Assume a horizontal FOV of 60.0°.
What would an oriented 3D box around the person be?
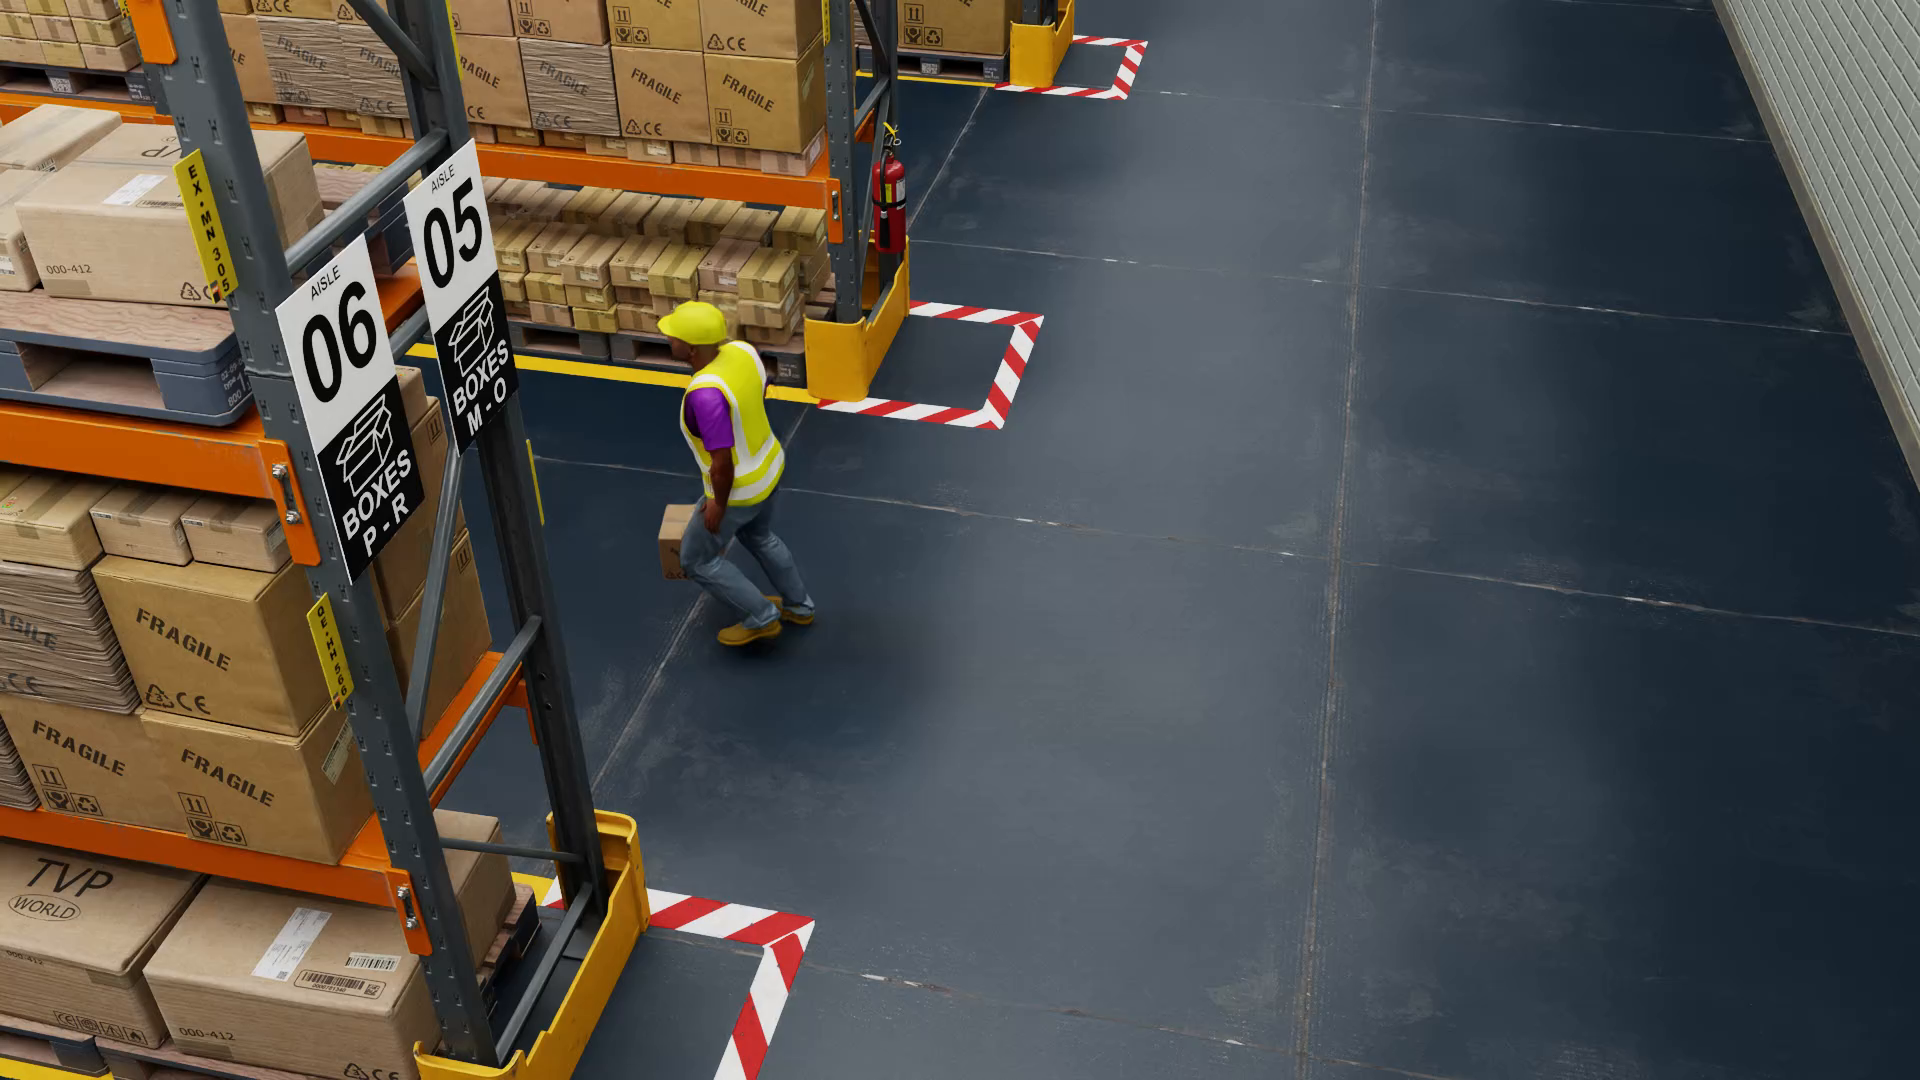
[{"bbox_3d":[-1.002,-0.274,7.374,0.599,1.703,0.701,10,38,13],"label":"person"}]
